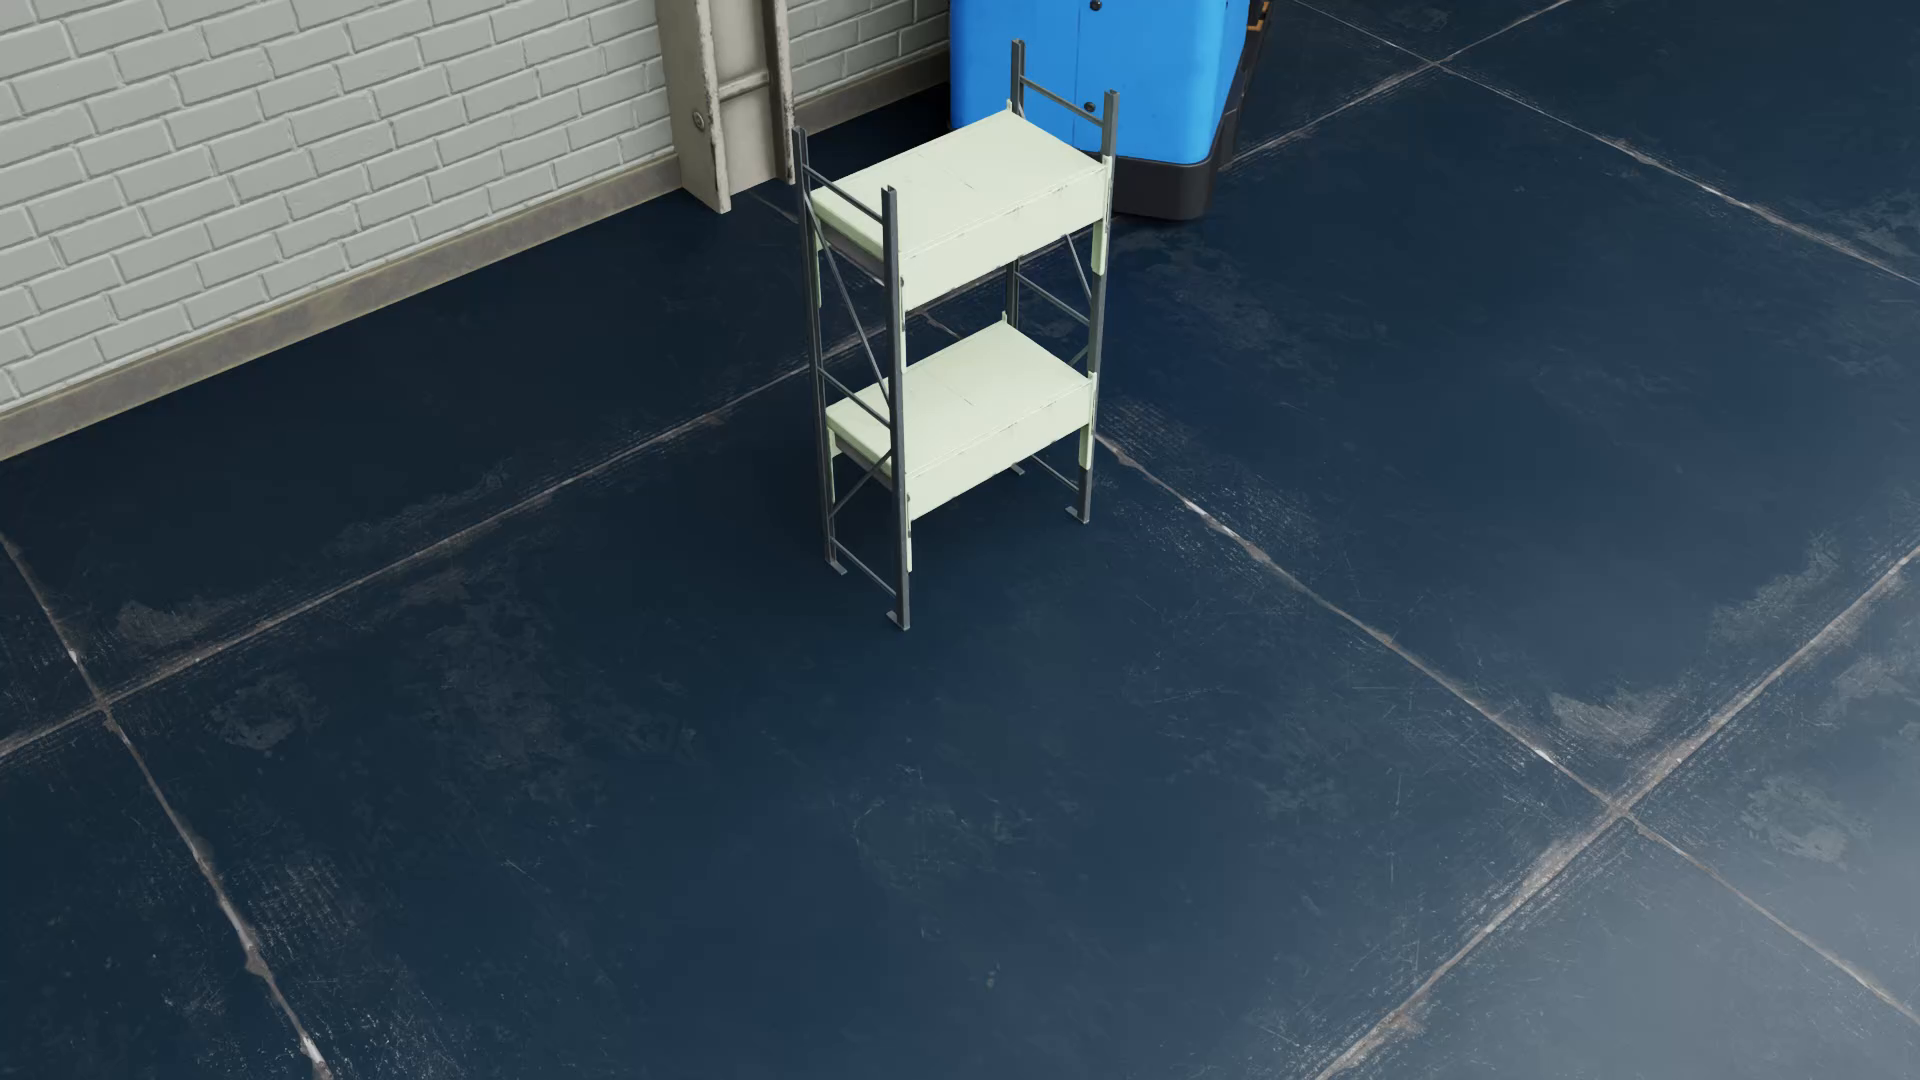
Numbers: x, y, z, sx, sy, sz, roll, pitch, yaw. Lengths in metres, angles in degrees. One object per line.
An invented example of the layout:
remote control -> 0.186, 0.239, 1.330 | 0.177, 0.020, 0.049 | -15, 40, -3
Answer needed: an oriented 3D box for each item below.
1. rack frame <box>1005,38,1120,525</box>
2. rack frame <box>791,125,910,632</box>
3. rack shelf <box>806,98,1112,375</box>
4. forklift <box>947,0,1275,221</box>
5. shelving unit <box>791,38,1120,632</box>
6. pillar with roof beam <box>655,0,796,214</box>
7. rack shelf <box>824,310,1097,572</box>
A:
rack frame -> 0.276, -0.705, 4.905 | 0.023, 1.500, 0.400 | -30, 51, -28
rack frame -> -0.286, -0.383, 4.562 | 0.023, 1.500, 0.400 | -30, 51, -28
rack shelf -> -0.005, -0.828, 4.466 | 0.720, 0.370, 0.431 | -30, 51, -28
forklift -> 0.831, -3.335, 6.660 | 1.130, 2.935, 3.031 | 11, 44, 11
shelving unit -> -0.005, -0.544, 4.733 | 0.755, 1.500, 0.431 | -30, 51, -28
pillar with roof beam -> 1.859, -2.487, 1.325 | 0.400, 9.000, 9.100 | -30, 51, -28
rack shelf -> -0.005, -0.306, 4.957 | 0.720, 0.370, 0.431 | -30, 51, -28
